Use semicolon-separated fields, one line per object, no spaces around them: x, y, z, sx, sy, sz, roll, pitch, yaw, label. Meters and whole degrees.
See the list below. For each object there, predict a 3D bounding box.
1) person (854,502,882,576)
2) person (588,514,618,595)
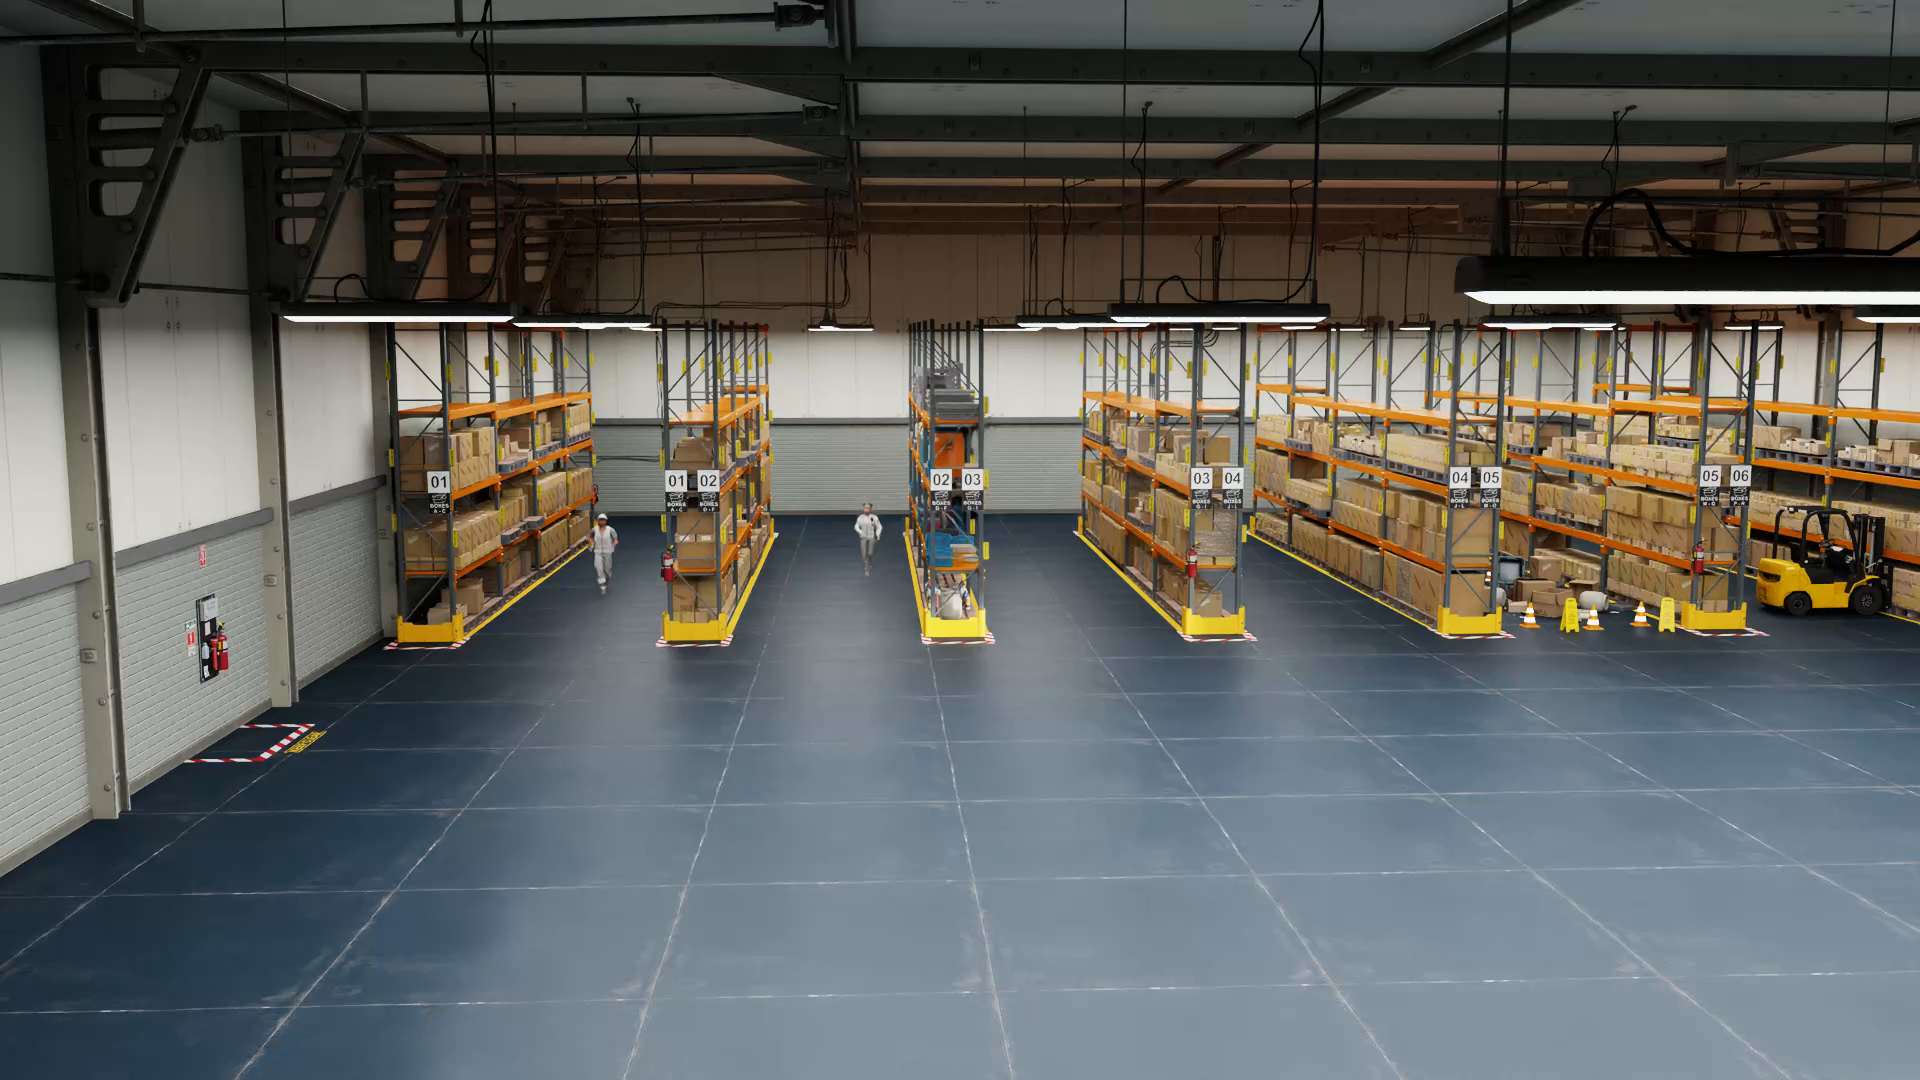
-2.090;-0.029;37.619;0.612;1.664;0.486;0;7;3;person
-7.928;0.303;36.917;0.656;1.774;0.845;-1;7;-8;person
